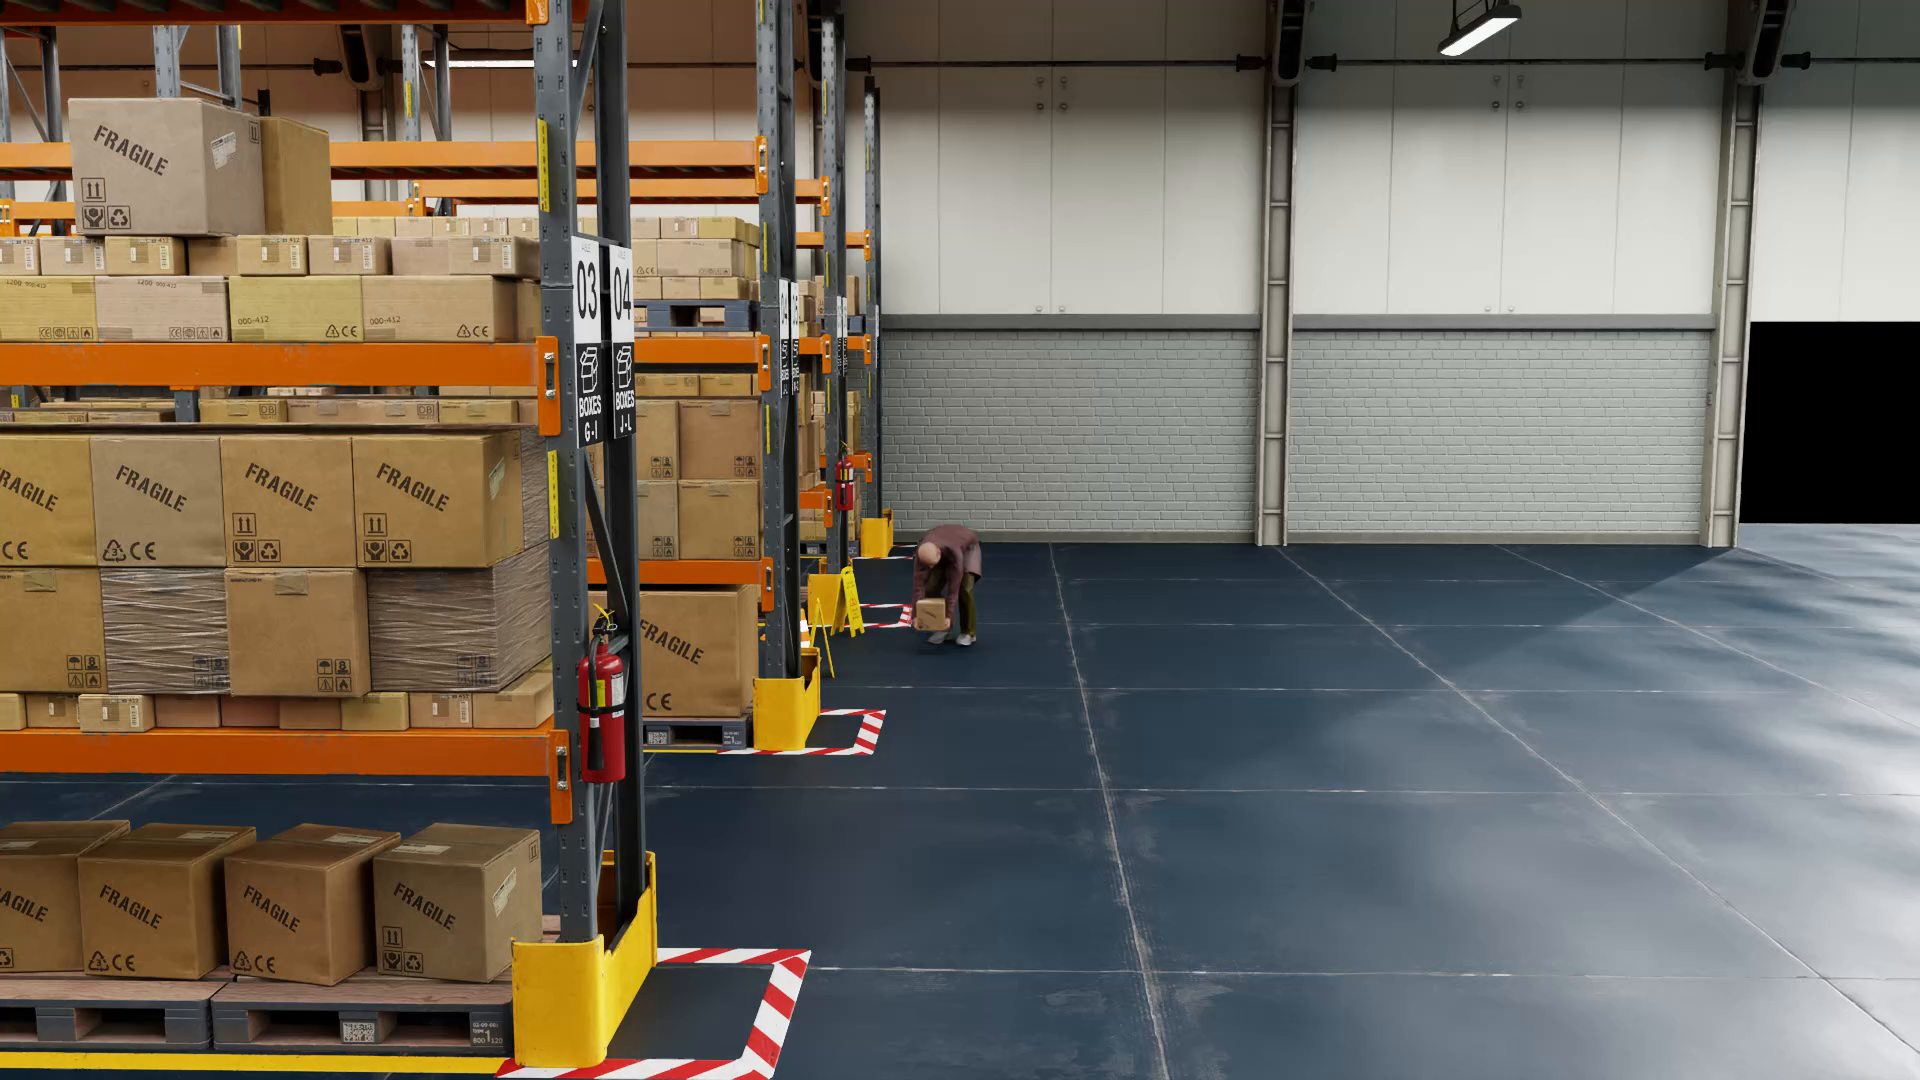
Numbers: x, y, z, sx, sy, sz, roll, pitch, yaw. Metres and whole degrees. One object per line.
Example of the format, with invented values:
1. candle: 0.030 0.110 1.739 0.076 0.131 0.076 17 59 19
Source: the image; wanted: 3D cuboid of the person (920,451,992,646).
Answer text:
1. person: -0.021 0.070 15.258 0.652 1.773 0.425 3 8 23
